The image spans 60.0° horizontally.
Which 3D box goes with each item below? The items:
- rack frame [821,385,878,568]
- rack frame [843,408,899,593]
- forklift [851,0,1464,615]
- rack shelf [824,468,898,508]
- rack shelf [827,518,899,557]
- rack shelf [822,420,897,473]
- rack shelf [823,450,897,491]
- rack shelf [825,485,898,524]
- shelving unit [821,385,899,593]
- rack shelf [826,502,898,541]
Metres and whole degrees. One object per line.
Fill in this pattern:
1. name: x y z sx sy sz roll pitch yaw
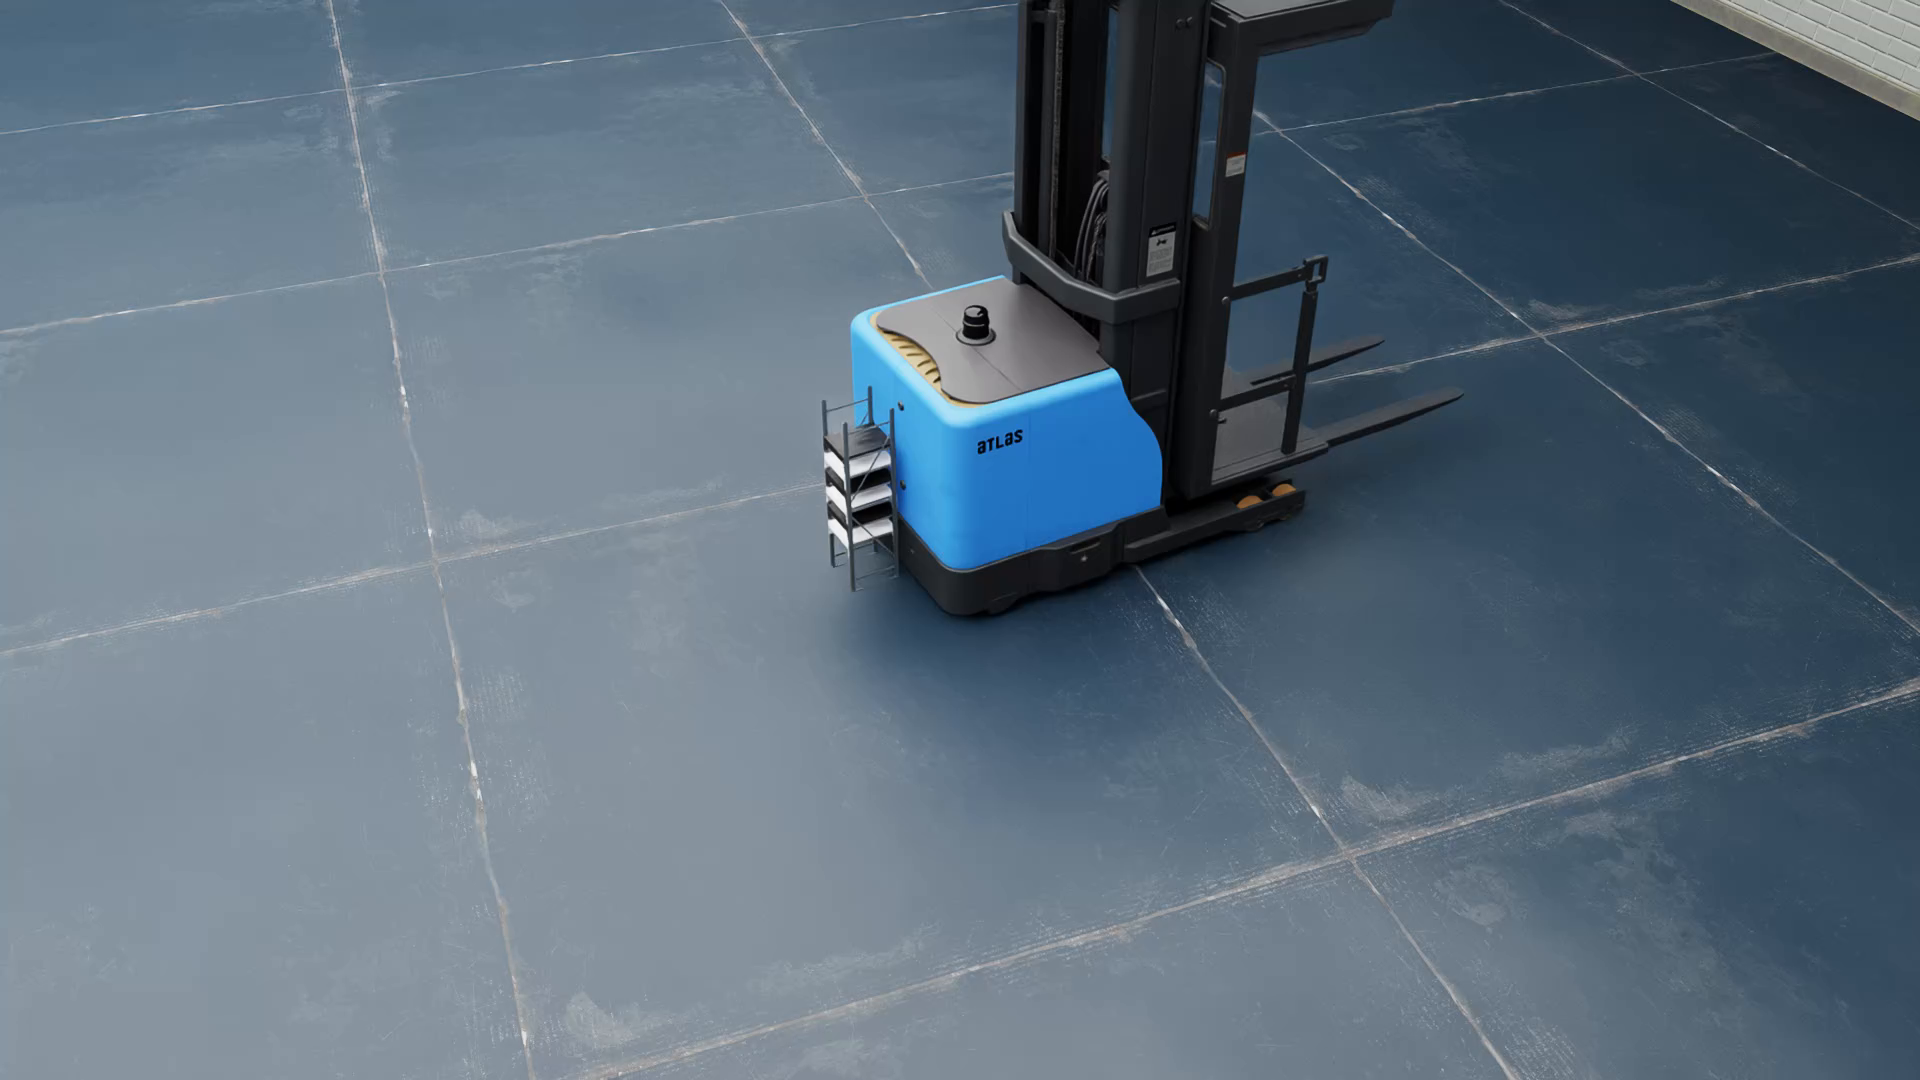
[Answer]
1. rack frame: -0.482 -0.267 7.356 0.240 0.900 0.006 -19 41 -23
2. rack frame: -0.382 -0.160 7.215 0.240 0.900 0.006 -19 41 -23
3. forklift: 1.050 -1.474 7.271 3.031 2.935 1.130 -18 41 -22
4. rack shelf: -0.432 -0.259 7.251 0.258 0.077 0.200 -19 41 -23
5. rack shelf: -0.432 -0.043 7.414 0.258 0.077 0.200 -19 41 -23
6. rack shelf: -0.432 -0.403 7.143 0.258 0.077 0.200 -19 41 -23
7. rack shelf: -0.432 -0.331 7.197 0.258 0.077 0.200 -19 41 -23
8. rack shelf: -0.432 -0.187 7.306 0.258 0.077 0.200 -19 41 -23
9. shelving unit: -0.432 -0.213 7.285 0.258 0.900 0.210 -19 41 -23
10. rack shelf: -0.432 -0.115 7.360 0.258 0.077 0.200 -19 41 -23
